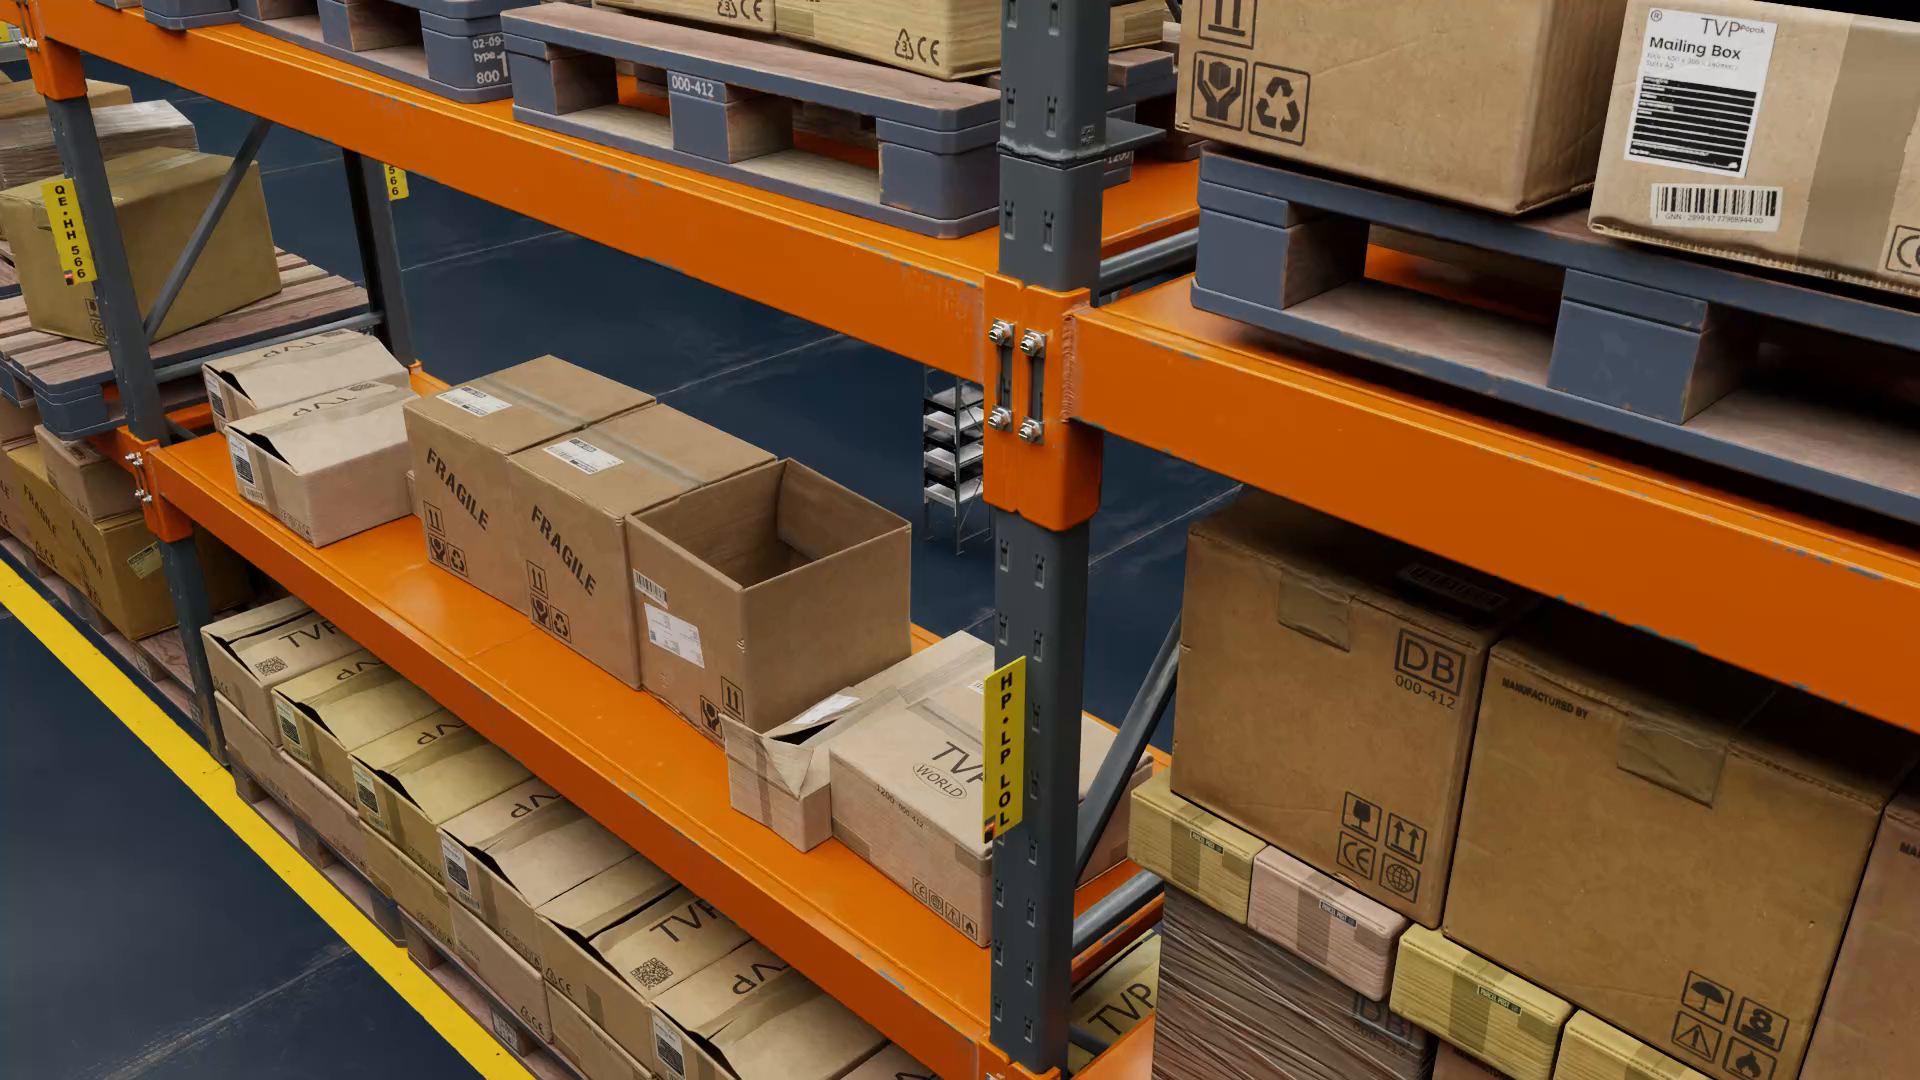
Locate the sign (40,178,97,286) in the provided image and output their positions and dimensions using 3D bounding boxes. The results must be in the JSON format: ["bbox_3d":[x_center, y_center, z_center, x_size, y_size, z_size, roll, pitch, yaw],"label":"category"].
[{"bbox_3d":[-2.779,-0.961,5.195,0.005,0.325,0.100,25,36,38],"label":"sign"}]

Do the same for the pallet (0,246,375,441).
[{"bbox_3d":[-2.938,-0.780,6.216,1.003,0.211,1.213,25,36,38],"label":"pallet"}]

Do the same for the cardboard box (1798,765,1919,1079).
[{"bbox_3d":[1.486,0.491,2.092,0.500,0.500,0.700,25,36,38],"label":"cardboard box"}]

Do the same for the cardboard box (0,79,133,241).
[{"bbox_3d":[-3.954,-1.646,7.099,0.500,0.500,0.700,15,31,26],"label":"cardboard box"}]

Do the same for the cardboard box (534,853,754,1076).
[{"bbox_3d":[-0.772,1.053,4.425,0.500,0.311,0.500,24,36,38],"label":"cardboard box"}]

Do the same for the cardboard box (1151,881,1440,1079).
[{"bbox_3d":[0.768,0.737,3.018,0.500,0.500,0.700,23,36,37],"label":"cardboard box"}]

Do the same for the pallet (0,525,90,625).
[{"bbox_3d":[-3.777,-0.087,7.688,1.213,0.211,1.003,25,36,38],"label":"pallet"}]

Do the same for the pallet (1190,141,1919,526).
[{"bbox_3d":[1.073,-0.380,2.122,1.213,0.211,1.003,25,36,38],"label":"pallet"}]

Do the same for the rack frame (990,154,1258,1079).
[{"bbox_3d":[0.447,0.639,3.313,0.127,3.000,1.000,25,36,38],"label":"rack frame"}]

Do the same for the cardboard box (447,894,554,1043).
[{"bbox_3d":[-1.138,1.132,4.878,0.500,0.250,0.500,-24,36,-38],"label":"cardboard box"}]

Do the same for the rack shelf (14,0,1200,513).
[{"bbox_3d":[-0.979,-1.023,4.023,4.000,0.370,1.077,25,36,38],"label":"rack shelf"}]

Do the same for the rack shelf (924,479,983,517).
[{"bbox_3d":[-0.006,-0.212,7.645,0.200,0.077,0.258,25,36,38],"label":"rack shelf"}]

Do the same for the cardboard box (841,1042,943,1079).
[{"bbox_3d":[-0.043,1.384,3.795,0.500,0.311,0.500,25,36,38],"label":"cardboard box"}]

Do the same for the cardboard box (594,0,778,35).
[{"bbox_3d":[-0.379,-1.191,3.279,0.500,0.250,0.500,21,34,34],"label":"cardboard box"}]

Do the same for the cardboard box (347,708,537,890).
[{"bbox_3d":[-1.495,0.720,5.058,0.500,0.311,0.500,23,36,37],"label":"cardboard box"}]

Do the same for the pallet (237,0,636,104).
[{"bbox_3d":[-1.059,-1.355,4.084,1.003,0.211,1.213,-23,36,-37],"label":"pallet"}]

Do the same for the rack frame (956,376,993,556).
[{"bbox_3d":[0.067,-0.368,7.483,0.006,0.900,0.240,25,36,38],"label":"rack frame"}]

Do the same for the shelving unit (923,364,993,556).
[{"bbox_3d":[-0.006,-0.401,7.546,0.210,0.900,0.258,25,36,38],"label":"shelving unit"}]

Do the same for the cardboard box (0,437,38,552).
[{"bbox_3d":[-3.984,-0.320,7.349,0.500,0.500,0.500,23,35,37],"label":"cardboard box"}]

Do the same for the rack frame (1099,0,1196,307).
[{"bbox_3d":[1.070,-2.309,8.919,0.127,3.000,1.000,25,36,38],"label":"rack frame"}]

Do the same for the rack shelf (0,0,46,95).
[{"bbox_3d":[-3.831,-2.328,6.505,4.000,0.370,1.077,25,36,38],"label":"rack shelf"}]

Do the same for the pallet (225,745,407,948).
[{"bbox_3d":[-1.846,0.849,5.908,1.213,0.211,1.003,25,36,38],"label":"pallet"}]

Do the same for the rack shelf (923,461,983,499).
[{"bbox_3d":[-0.006,-0.292,7.603,0.200,0.077,0.258,25,36,38],"label":"rack shelf"}]

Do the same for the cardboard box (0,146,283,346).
[{"bbox_3d":[-2.933,-1.065,5.993,0.500,0.500,0.700,12,30,22],"label":"cardboard box"}]

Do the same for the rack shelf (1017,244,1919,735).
[{"bbox_3d":[1.873,0.282,1.541,4.000,0.370,1.077,25,36,38],"label":"rack shelf"}]

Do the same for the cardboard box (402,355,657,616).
[{"bbox_3d":[-1.197,-0.169,4.741,0.500,0.500,0.500,22,35,36],"label":"cardboard box"}]

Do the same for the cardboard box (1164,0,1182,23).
[{"bbox_3d":[2.161,-4.301,14.539,0.875,0.875,1.225,25,36,39],"label":"cardboard box"}]

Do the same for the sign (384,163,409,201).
[{"bbox_3d":[-2.018,-1.364,5.878,0.005,0.325,0.100,25,36,38],"label":"sign"}]

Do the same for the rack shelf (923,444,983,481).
[{"bbox_3d":[-0.006,-0.371,7.561,0.200,0.077,0.258,25,36,38],"label":"rack shelf"}]

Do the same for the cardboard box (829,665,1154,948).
[{"bbox_3d":[0.065,0.559,3.625,0.500,0.250,0.500,-23,35,-36],"label":"cardboard box"}]

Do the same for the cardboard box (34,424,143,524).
[{"bbox_3d":[-3.280,-0.331,6.564,0.500,0.250,0.500,-24,36,-37],"label":"cardboard box"}]

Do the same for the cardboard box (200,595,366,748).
[{"bbox_3d":[-2.238,0.385,5.696,0.500,0.311,0.500,-24,36,-38],"label":"cardboard box"}]

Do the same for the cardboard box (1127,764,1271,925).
[{"bbox_3d":[0.503,0.459,2.849,0.250,0.149,0.380,25,36,38],"label":"cardboard box"}]

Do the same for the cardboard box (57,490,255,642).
[{"bbox_3d":[-3.237,0.018,6.706,0.500,0.500,0.500,-24,36,-37],"label":"cardboard box"}]

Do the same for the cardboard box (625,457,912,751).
[{"bbox_3d":[-0.465,0.166,4.103,0.500,0.500,0.500,-22,35,-36],"label":"cardboard box"}]

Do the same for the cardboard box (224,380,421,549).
[{"bbox_3d":[-1.903,-0.271,5.138,0.500,0.311,0.500,24,36,38],"label":"cardboard box"}]

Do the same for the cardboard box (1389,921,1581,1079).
[{"bbox_3d":[0.867,0.625,2.535,0.250,0.149,0.380,23,36,37],"label":"cardboard box"}]

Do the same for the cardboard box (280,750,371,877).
[{"bbox_3d":[-1.879,0.797,5.515,0.500,0.250,0.500,23,36,37],"label":"cardboard box"}]

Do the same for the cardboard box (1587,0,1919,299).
[{"bbox_3d":[1.006,-0.469,1.691,0.500,0.311,0.500,22,35,36],"label":"cardboard box"}]

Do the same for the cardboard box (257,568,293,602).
[{"bbox_3d":[-2.529,0.002,6.737,0.500,0.500,0.500,-23,36,-37],"label":"cardboard box"}]

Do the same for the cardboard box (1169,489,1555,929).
[{"bbox_3d":[0.768,0.163,2.716,0.500,0.500,0.700,25,37,39],"label":"cardboard box"}]
